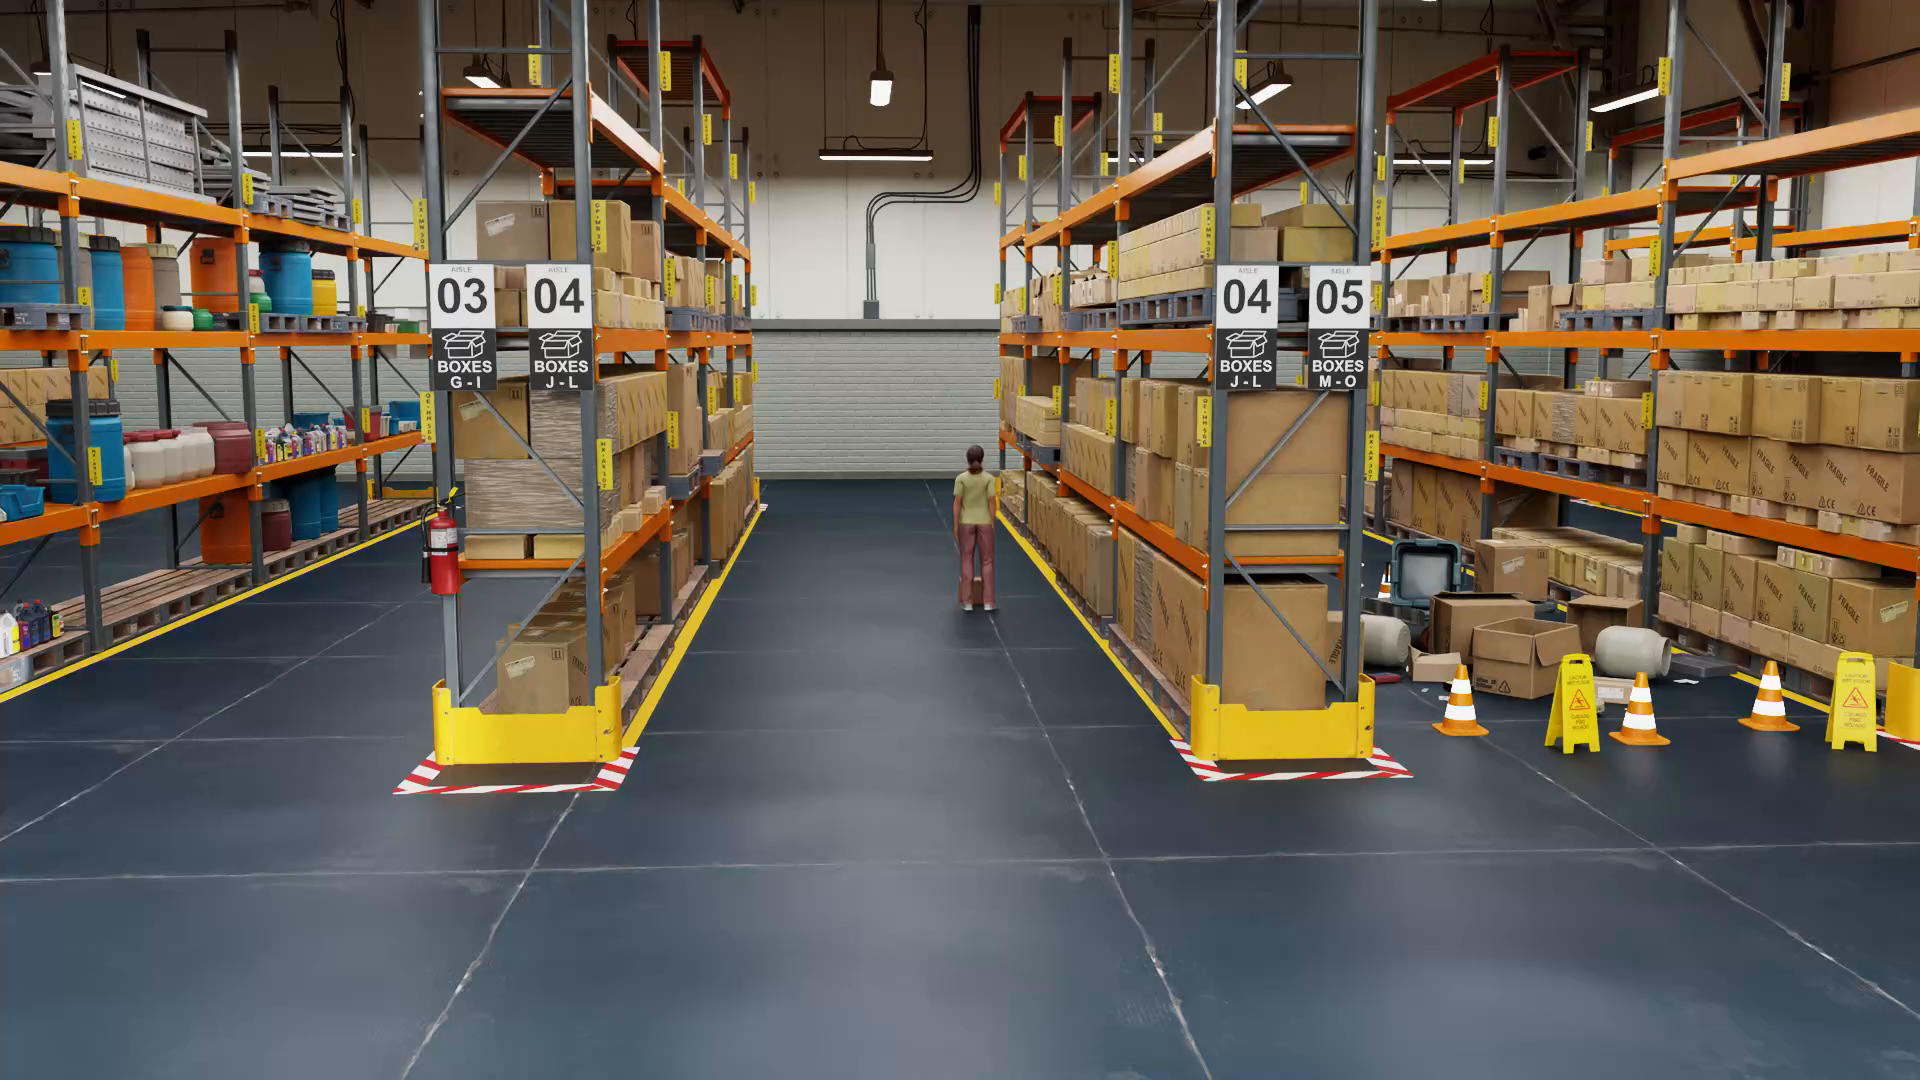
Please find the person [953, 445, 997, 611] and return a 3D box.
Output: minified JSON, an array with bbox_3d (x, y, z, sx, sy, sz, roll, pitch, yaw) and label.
[{"bbox_3d":[0.150,-0.111,16.759,0.443,1.656,0.350,0,7,-3],"label":"person"}]
